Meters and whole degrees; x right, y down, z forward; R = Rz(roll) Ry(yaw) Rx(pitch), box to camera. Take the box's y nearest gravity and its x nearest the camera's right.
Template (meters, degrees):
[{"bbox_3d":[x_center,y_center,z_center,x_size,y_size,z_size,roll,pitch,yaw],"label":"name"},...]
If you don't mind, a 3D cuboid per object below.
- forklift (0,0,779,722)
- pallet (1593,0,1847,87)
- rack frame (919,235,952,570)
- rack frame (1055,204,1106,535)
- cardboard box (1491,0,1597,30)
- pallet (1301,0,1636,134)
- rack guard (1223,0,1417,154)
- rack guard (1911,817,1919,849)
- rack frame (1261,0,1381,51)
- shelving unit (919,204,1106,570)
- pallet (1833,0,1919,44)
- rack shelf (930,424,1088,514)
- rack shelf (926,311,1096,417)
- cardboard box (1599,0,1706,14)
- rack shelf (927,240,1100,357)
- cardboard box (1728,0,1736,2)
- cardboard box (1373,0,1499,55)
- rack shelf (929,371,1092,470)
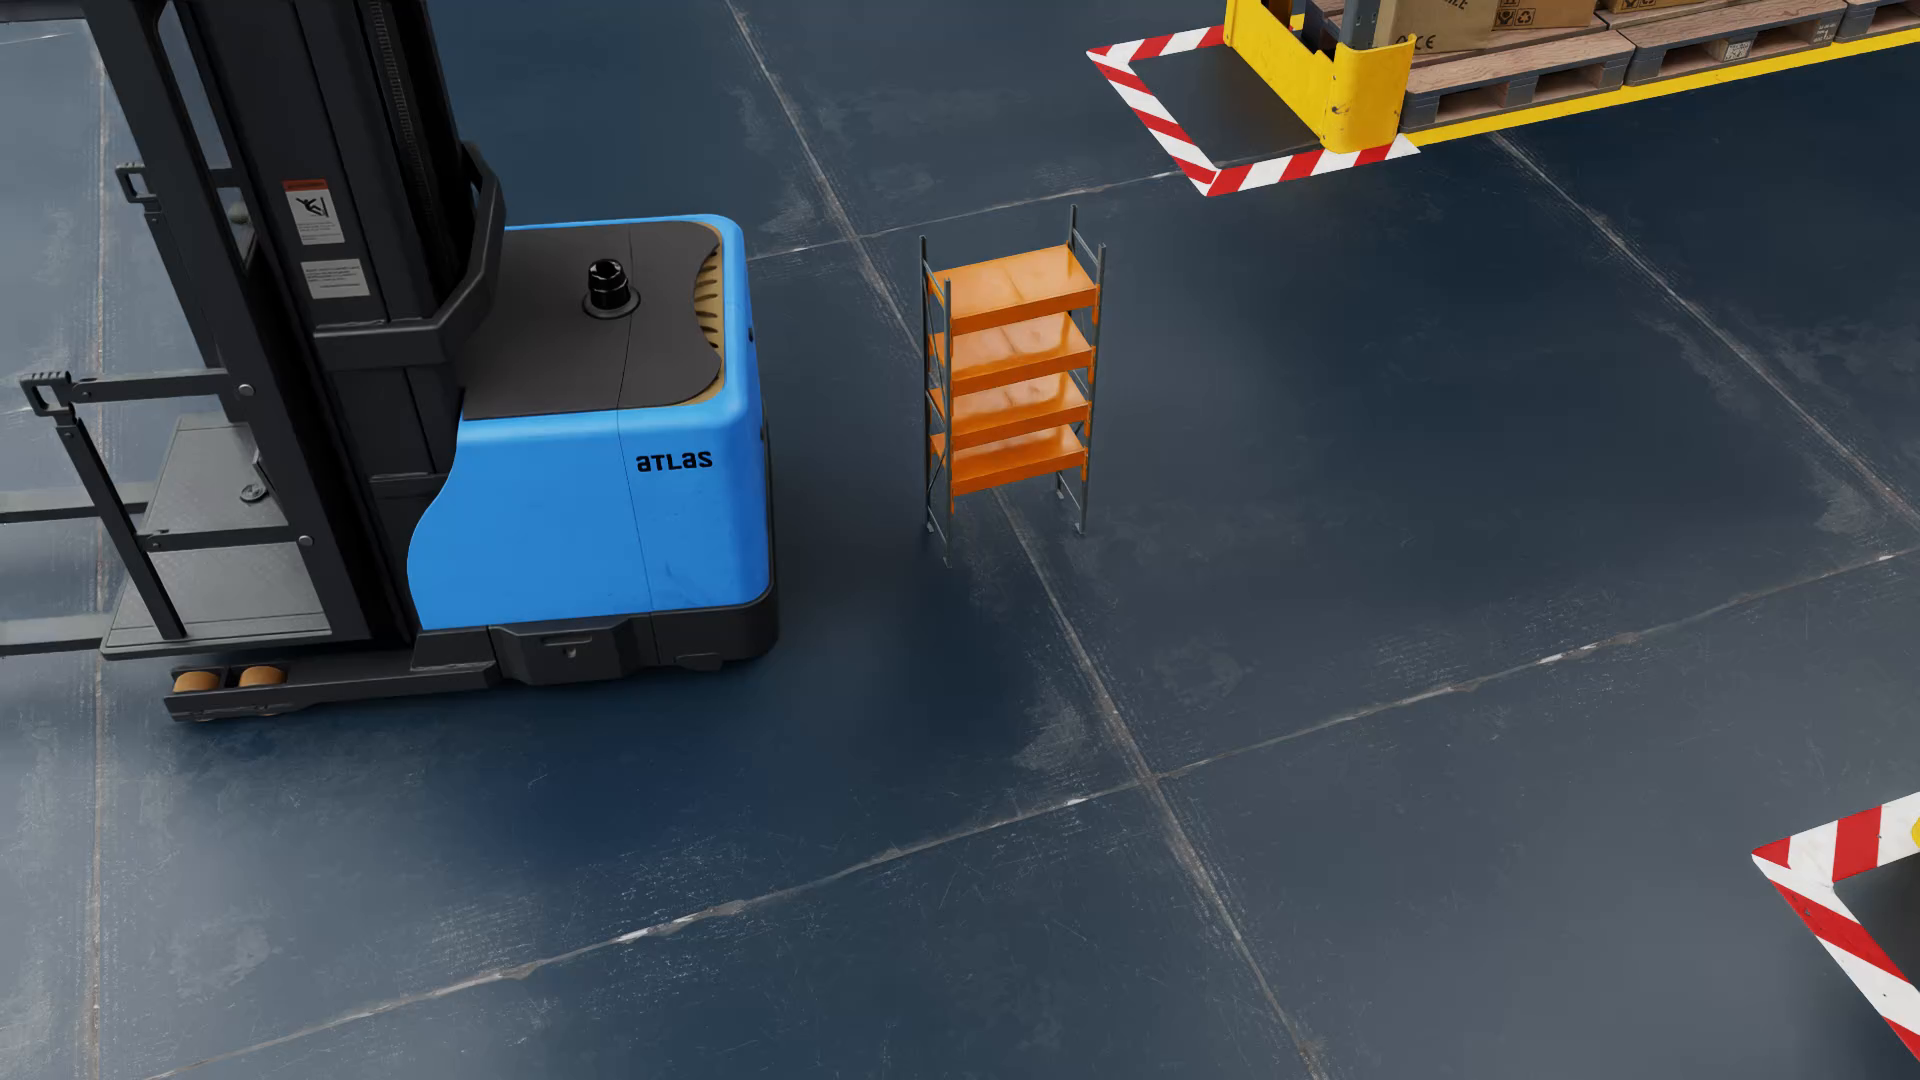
[{"bbox_3d":[-2.134,-0.866,4.544,3.031,2.935,1.130,-5,45,-4],"label":"forklift"},{"bbox_3d":[3.563,-2.692,8.284,1.213,0.211,1.003,-14,47,-14],"label":"pallet"},{"bbox_3d":[-0.074,-0.405,5.306,0.015,1.200,0.240,-14,47,-14],"label":"rack frame"},{"bbox_3d":[0.385,-0.522,5.423,0.015,1.200,0.240,-14,47,-14],"label":"rack frame"},{"bbox_3d":[2.713,-2.767,7.859,0.500,0.500,0.500,-3,45,-3],"label":"cardboard box"},{"bbox_3d":[2.417,-2.402,7.995,1.213,0.211,1.003,-14,47,-14],"label":"pallet"},{"bbox_3d":[1.641,-2.332,7.721,0.348,0.500,1.175,-14,47,-14],"label":"rack guard"},{"bbox_3d":[3.136,1.021,4.379,0.348,0.500,1.175,-14,47,-14],"label":"rack guard"},{"bbox_3d":[1.569,-3.196,6.817,0.127,3.000,1.000,-14,47,-14],"label":"rack frame"},{"bbox_3d":[0.156,-0.463,5.365,0.503,1.200,0.258,-14,47,-14],"label":"shelving unit"},{"bbox_3d":[4.712,-2.988,8.579,1.213,0.211,1.003,-14,47,-14],"label":"pallet"},{"bbox_3d":[0.156,-0.276,5.553,0.480,0.148,0.258,-14,47,-14],"label":"rack shelf"},{"bbox_3d":[0.156,-0.574,5.254,0.480,0.148,0.258,-14,47,-14],"label":"rack shelf"},{"bbox_3d":[3.308,-2.905,7.996,0.500,0.500,0.500,-10,46,-10],"label":"cardboard box"},{"bbox_3d":[0.156,-0.741,5.086,0.480,0.148,0.258,-14,47,-14],"label":"rack shelf"},{"bbox_3d":[3.849,-3.010,8.100,0.500,0.500,0.500,-18,48,-17],"label":"cardboard box"},{"bbox_3d":[2.162,-2.601,7.693,0.500,0.500,0.500,-6,45,-6],"label":"cardboard box"},{"bbox_3d":[0.156,-0.416,5.412,0.480,0.148,0.258,-14,47,-14],"label":"rack shelf"}]
